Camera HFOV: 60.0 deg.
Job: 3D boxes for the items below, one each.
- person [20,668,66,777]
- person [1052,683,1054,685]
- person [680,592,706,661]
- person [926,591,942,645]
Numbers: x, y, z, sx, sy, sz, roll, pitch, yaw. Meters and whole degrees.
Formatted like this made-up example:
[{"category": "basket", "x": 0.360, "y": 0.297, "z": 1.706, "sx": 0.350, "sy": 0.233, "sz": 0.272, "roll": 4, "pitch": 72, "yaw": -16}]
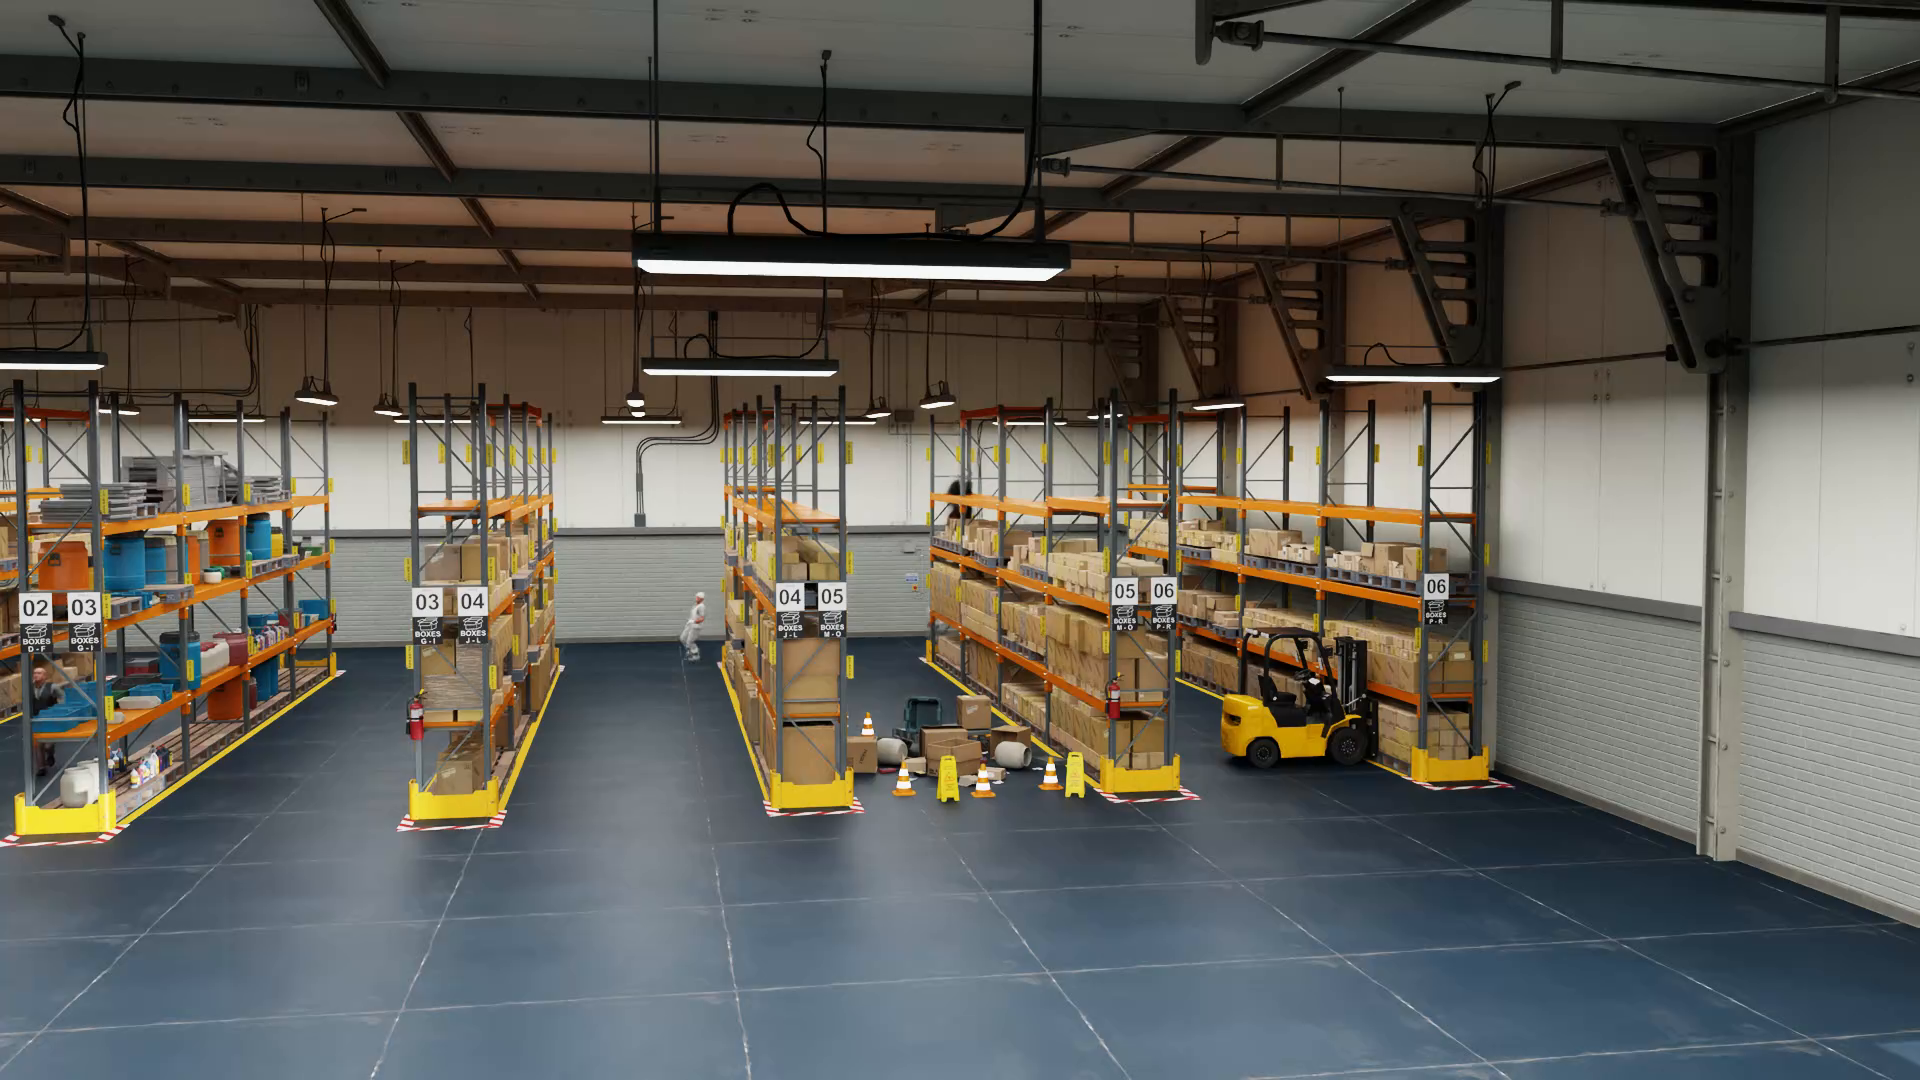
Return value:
[{"category": "person", "x": -14.390, "y": 2.844, "z": 26.098, "sx": 0.665, "sy": 1.692, "sz": 0.546, "roll": -1, "pitch": 3, "yaw": -15}, {"category": "person", "x": 2.204, "y": 2.319, "z": 36.080, "sx": 0.596, "sy": 1.740, "sz": 0.720, "roll": -1, "pitch": 3, "yaw": -14}, {"category": "person", "x": -6.471, "y": 2.102, "z": 40.234, "sx": 0.557, "sy": 1.710, "sz": 0.770, "roll": -1, "pitch": 3, "yaw": -24}, {"category": "person", "x": -0.606, "y": 2.058, "z": 41.767, "sx": 0.535, "sy": 1.666, "sz": 0.766, "roll": 1, "pitch": 3, "yaw": 10}]
